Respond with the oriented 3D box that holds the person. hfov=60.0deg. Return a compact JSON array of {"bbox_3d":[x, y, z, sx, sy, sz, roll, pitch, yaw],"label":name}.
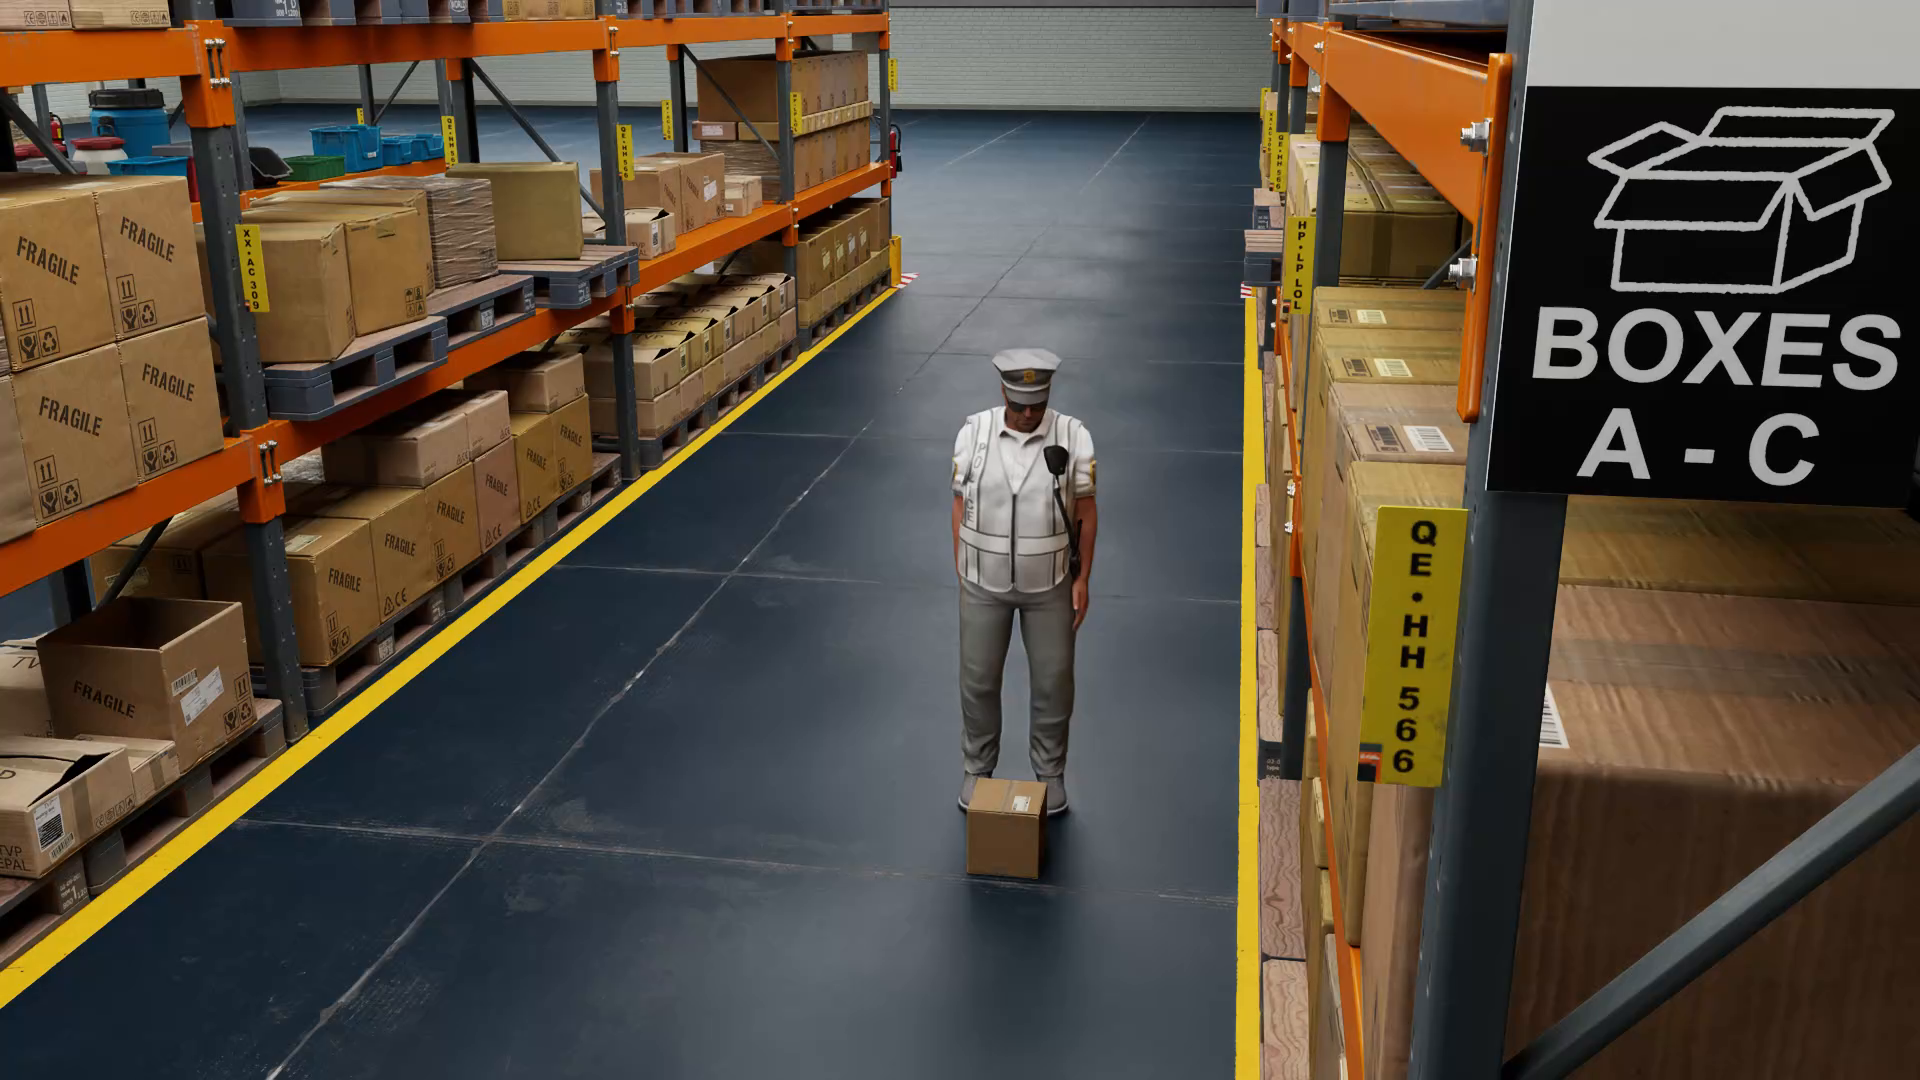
[{"bbox_3d":[0.232,0.155,6.099,0.534,1.736,0.389,1,18,5],"label":"person"}]
